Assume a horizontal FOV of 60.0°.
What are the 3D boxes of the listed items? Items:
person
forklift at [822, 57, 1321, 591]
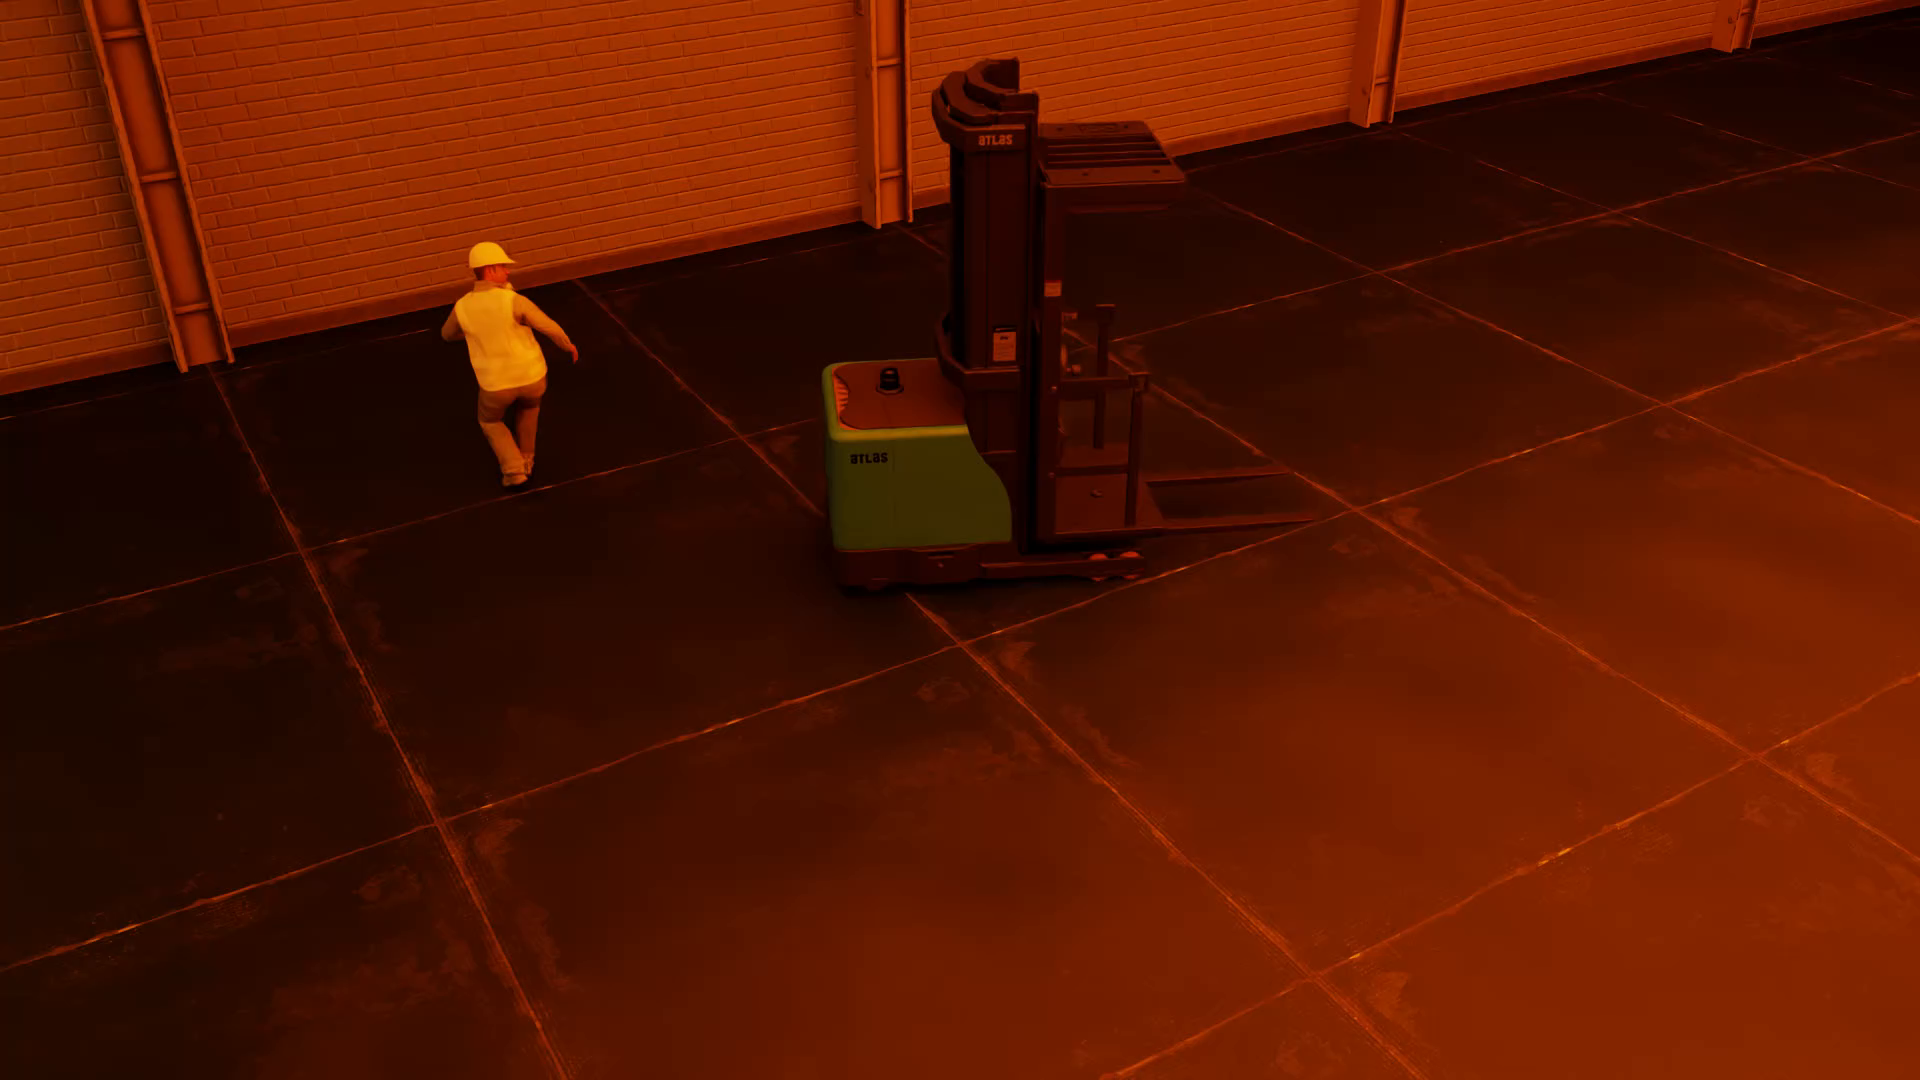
[{"bbox_3d":[-2.916,-1.163,10.836,0.835,1.651,0.782,-7,32,-12],"label":"person"},{"bbox_3d":[0.694,-1.276,9.777,3.031,2.935,1.130,-4,31,-6],"label":"forklift"}]
